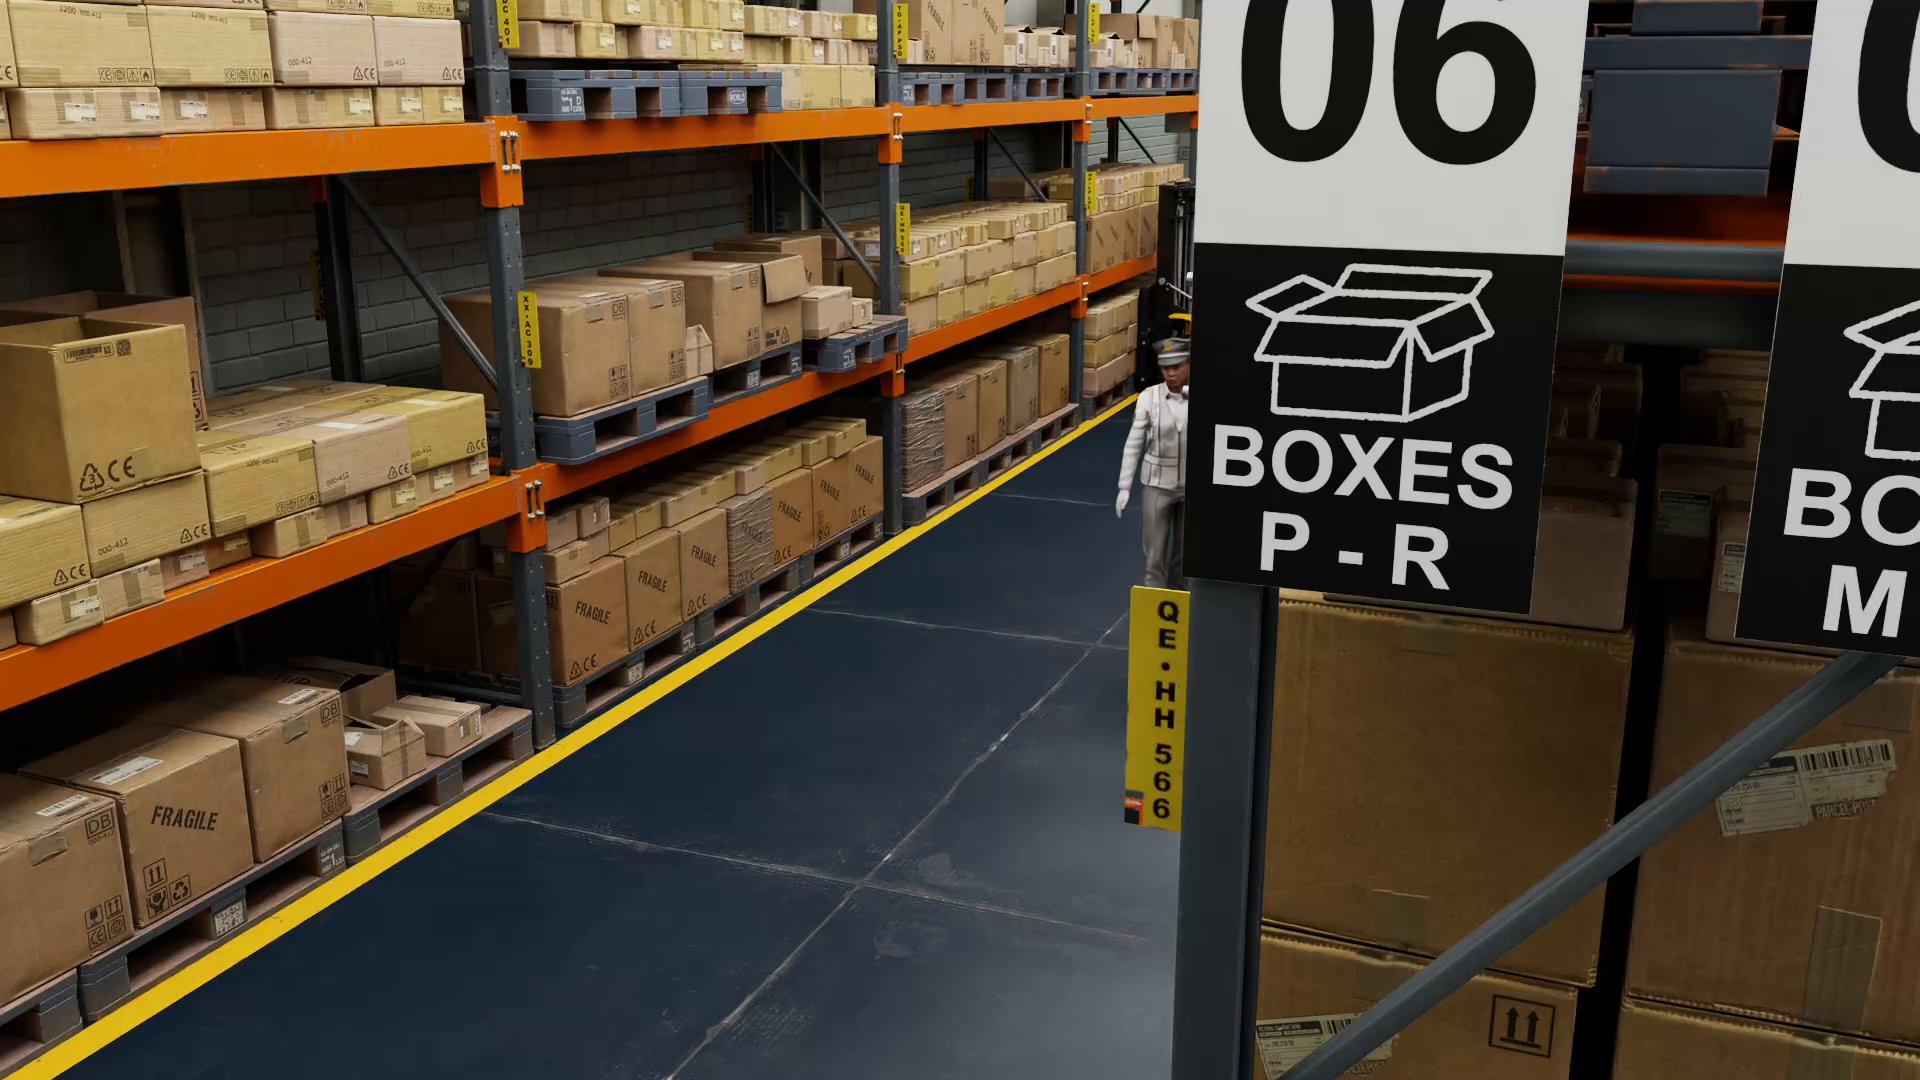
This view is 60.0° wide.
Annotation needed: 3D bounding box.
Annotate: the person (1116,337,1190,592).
[{"bbox_3d":[1.131,-0.264,8.913,0.580,1.660,0.608,-1,16,-3],"label":"person"}]
